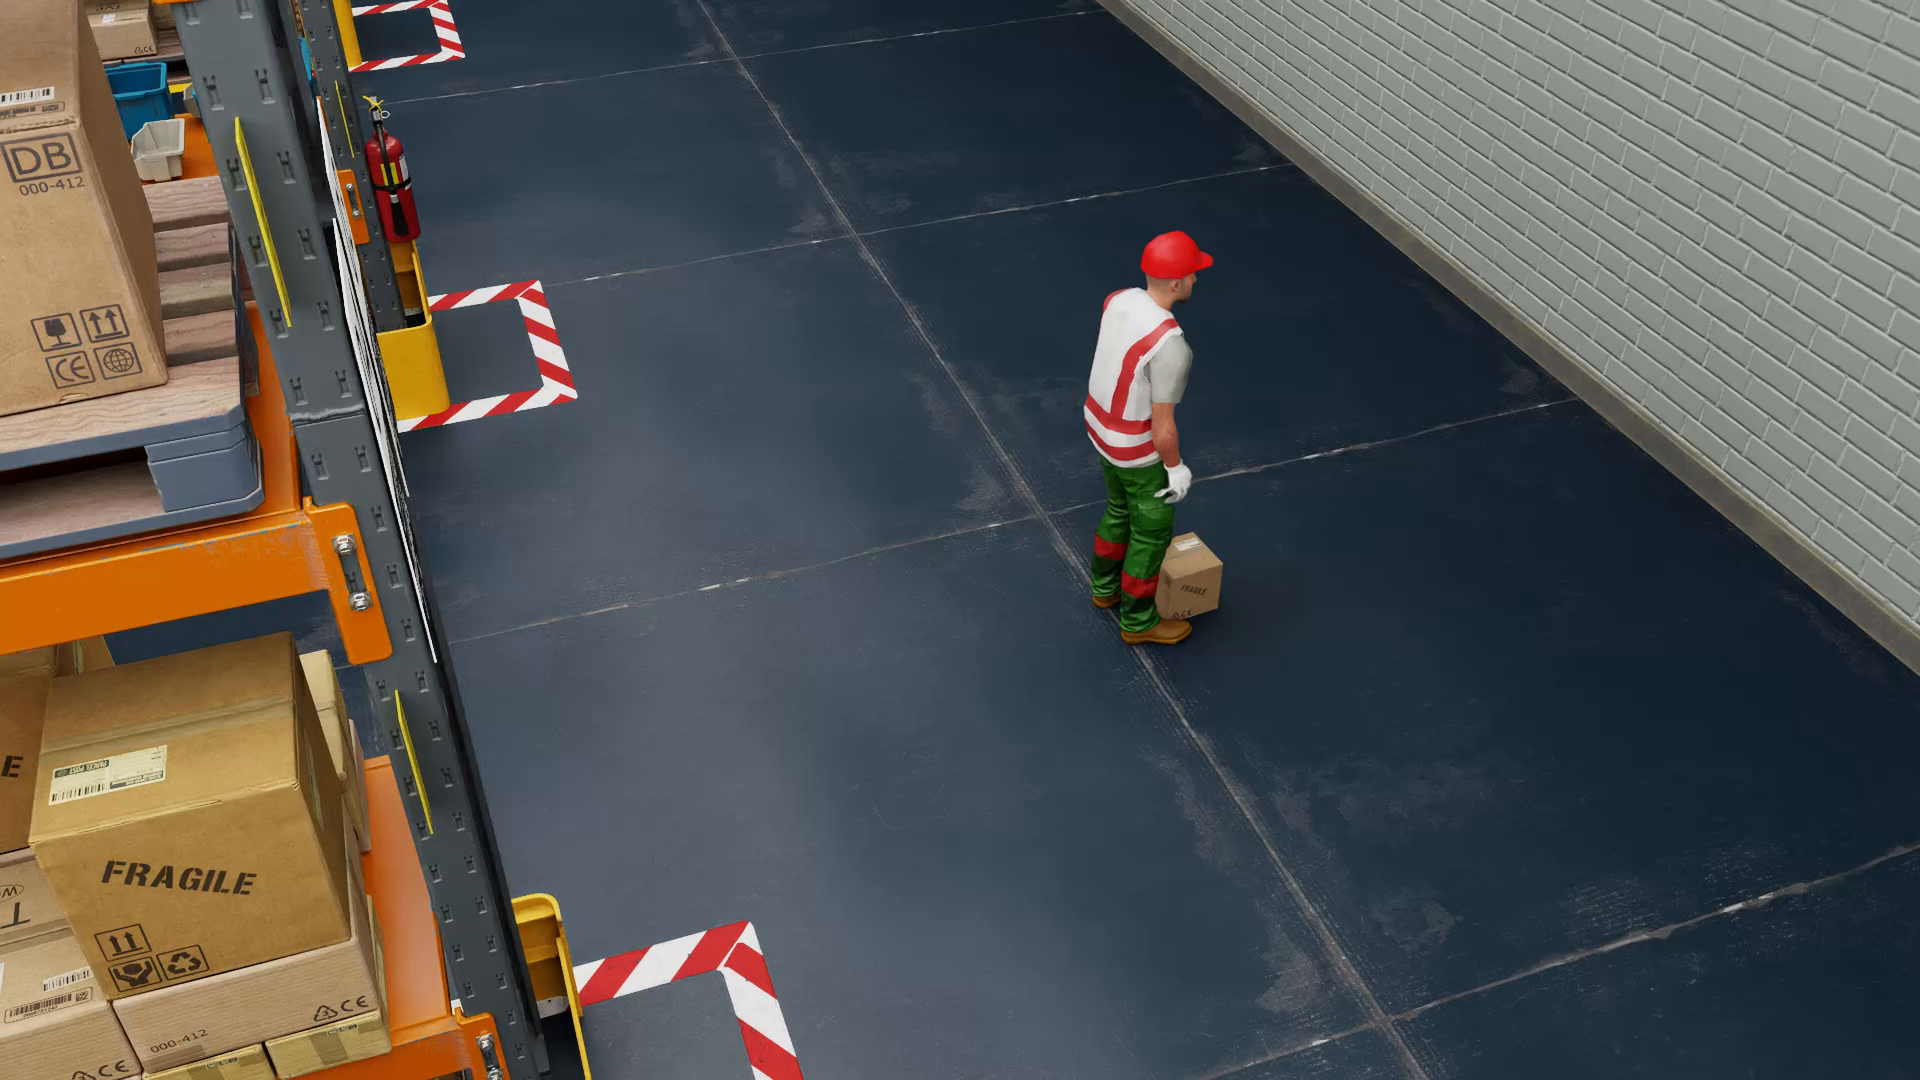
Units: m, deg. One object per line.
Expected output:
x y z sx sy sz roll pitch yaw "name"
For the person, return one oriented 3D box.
0.742 -0.400 6.662 0.455 1.779 0.612 -13 39 -16 "person"
